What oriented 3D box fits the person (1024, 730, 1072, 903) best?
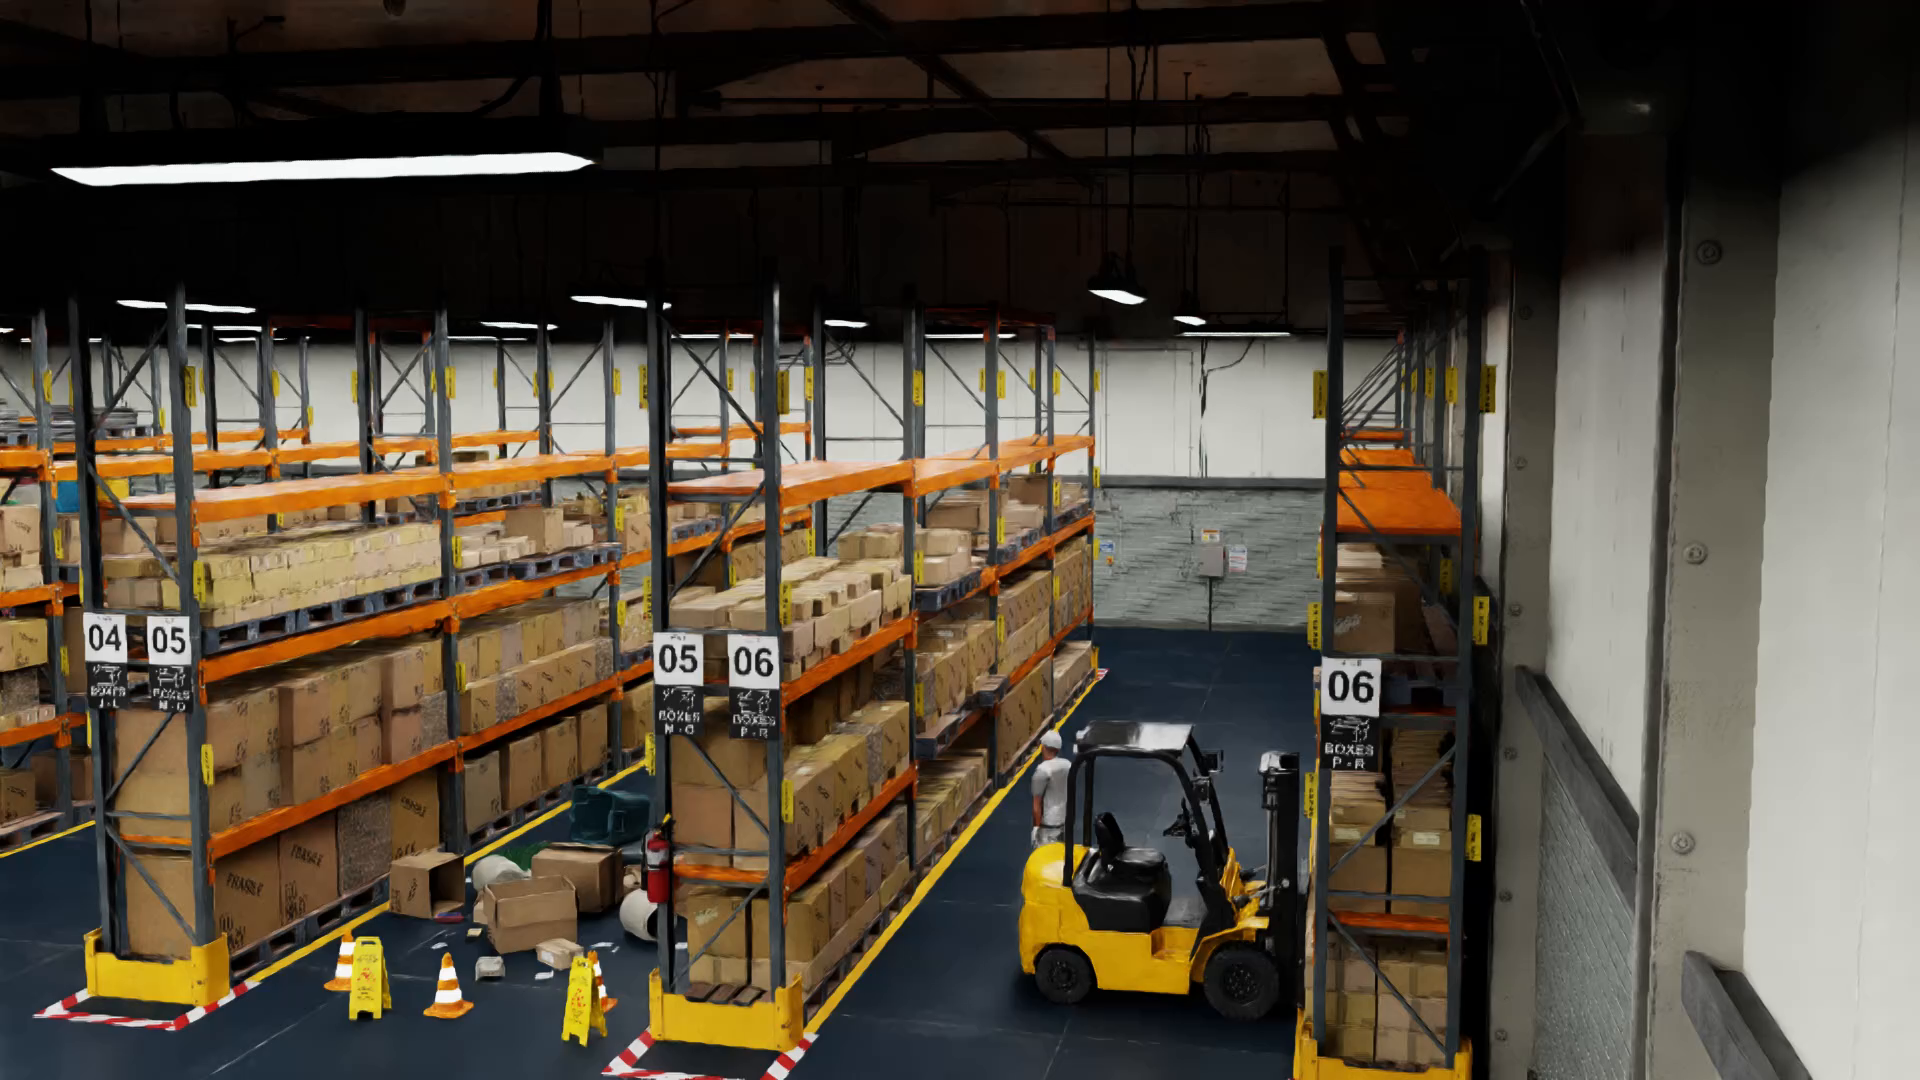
[{"bbox_3d":[0.804,2.674,15.758,0.540,1.786,0.658,5,7,38],"label":"person"}]
